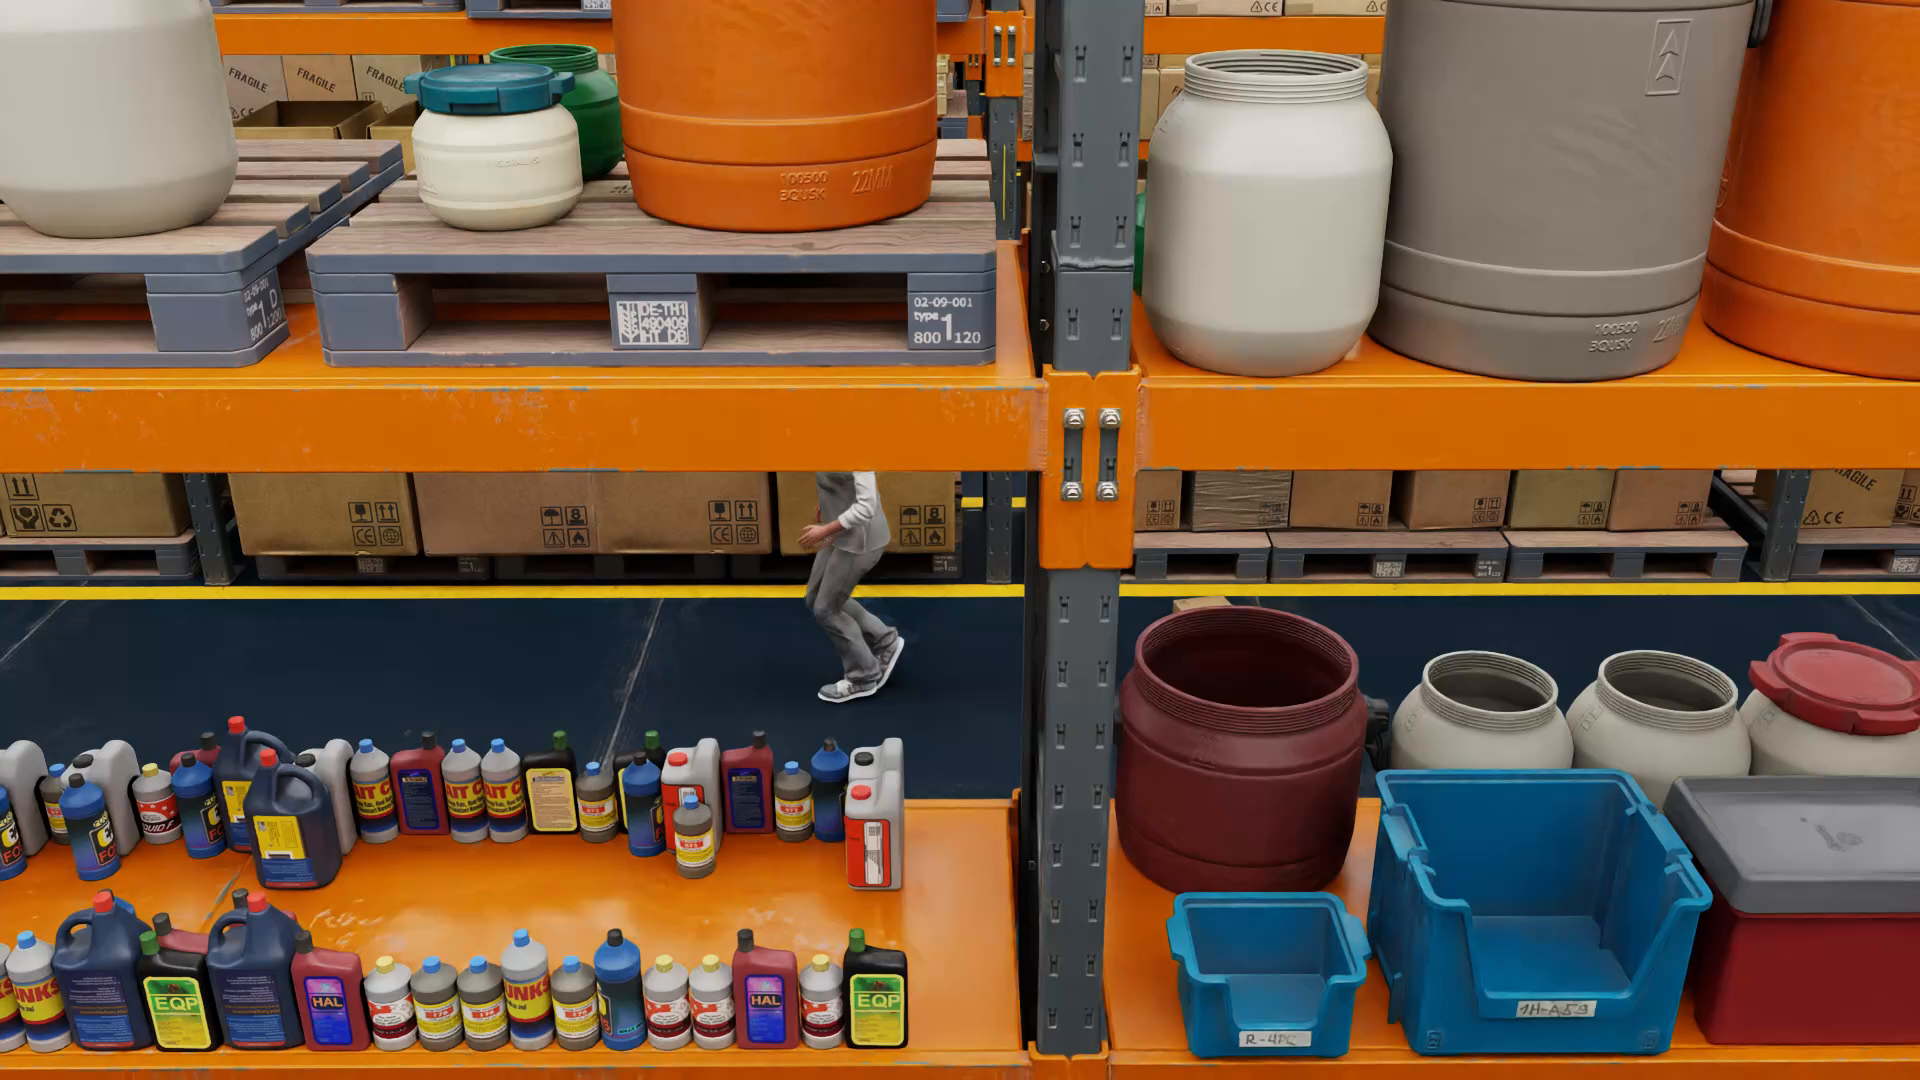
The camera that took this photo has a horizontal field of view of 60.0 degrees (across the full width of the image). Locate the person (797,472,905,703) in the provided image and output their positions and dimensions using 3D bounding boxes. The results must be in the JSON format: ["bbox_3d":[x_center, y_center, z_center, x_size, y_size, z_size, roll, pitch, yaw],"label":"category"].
[{"bbox_3d":[-0.474,-0.010,7.196,0.491,1.567,0.567,-5,25,-12],"label":"person"}]
